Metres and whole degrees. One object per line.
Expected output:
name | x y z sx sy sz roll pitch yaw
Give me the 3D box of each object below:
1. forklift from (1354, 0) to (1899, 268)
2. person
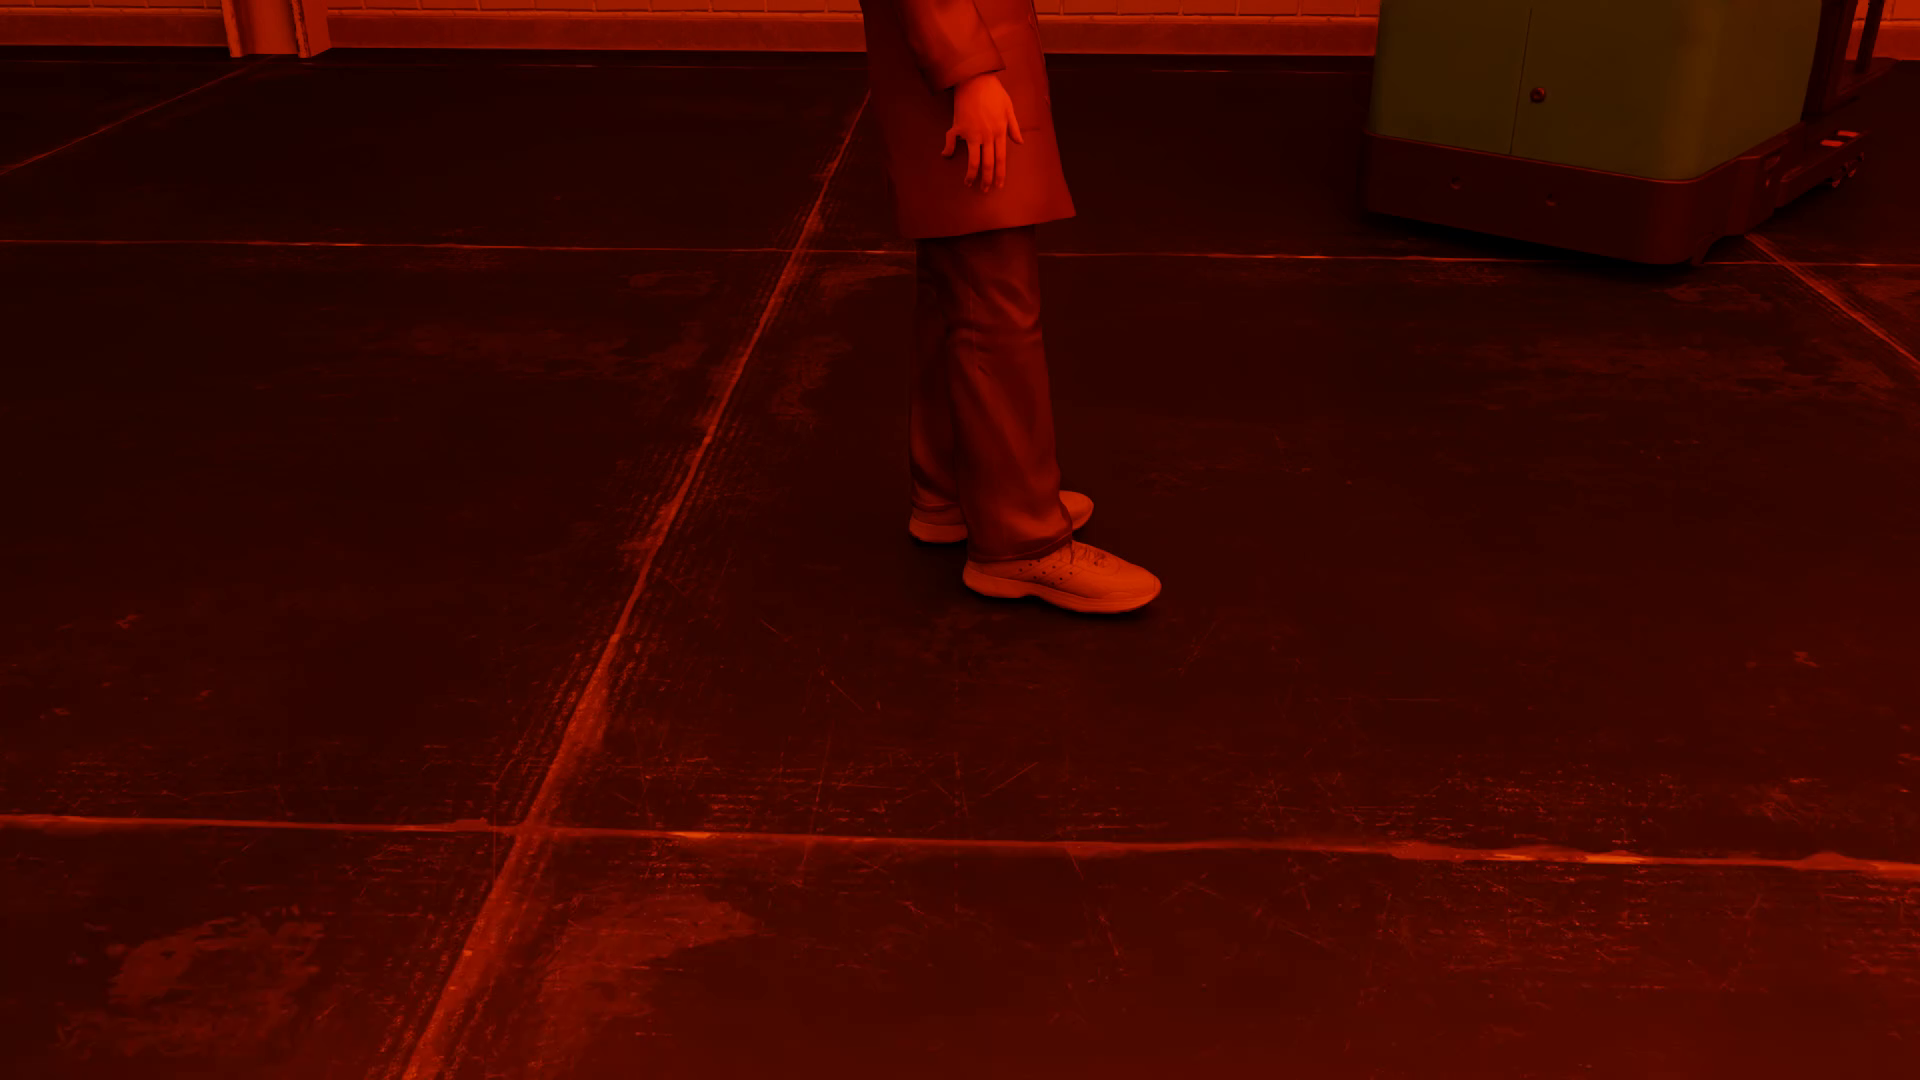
forklift | 2.612 -2.679 5.451 1.130 2.935 3.031 21 33 36
person | 0.090 -0.800 2.928 0.582 1.775 0.696 1 26 2
